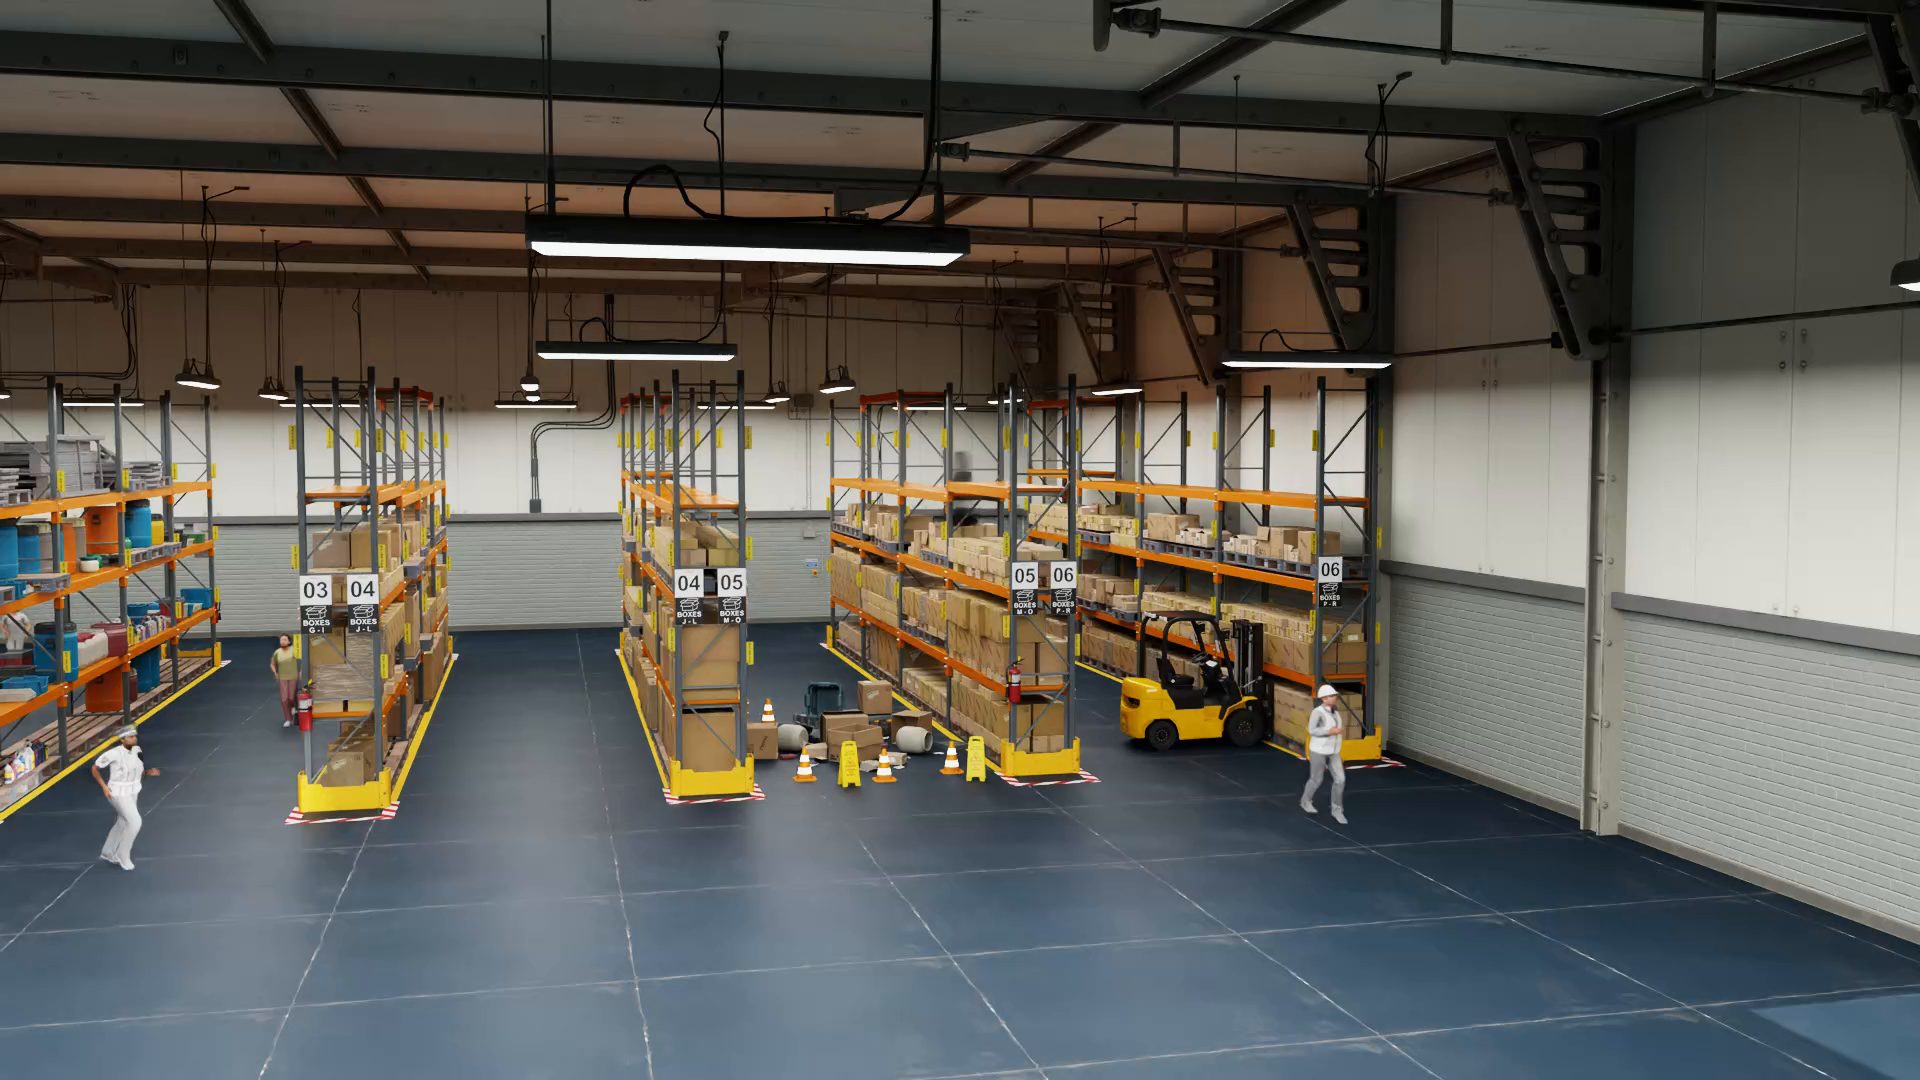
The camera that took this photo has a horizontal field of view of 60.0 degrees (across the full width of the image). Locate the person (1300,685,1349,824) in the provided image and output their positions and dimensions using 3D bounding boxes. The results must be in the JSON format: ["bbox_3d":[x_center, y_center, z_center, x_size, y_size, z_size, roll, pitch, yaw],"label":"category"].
[{"bbox_3d":[4.780,2.821,21.911,0.627,1.840,0.782,-2,4,-33],"label":"person"}]

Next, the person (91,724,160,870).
[{"bbox_3d":[-9.779,3.017,19.497,0.761,1.724,0.577,1,4,14],"label":"person"}]

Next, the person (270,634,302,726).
[{"bbox_3d":[-11.808,2.451,29.238,0.592,1.635,0.621,-1,3,-9],"label":"person"}]

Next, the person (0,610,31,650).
[{"bbox_3d":[-19.958,2.100,35.127,0.564,1.629,0.566,-1,4,-23],"label":"person"}]
